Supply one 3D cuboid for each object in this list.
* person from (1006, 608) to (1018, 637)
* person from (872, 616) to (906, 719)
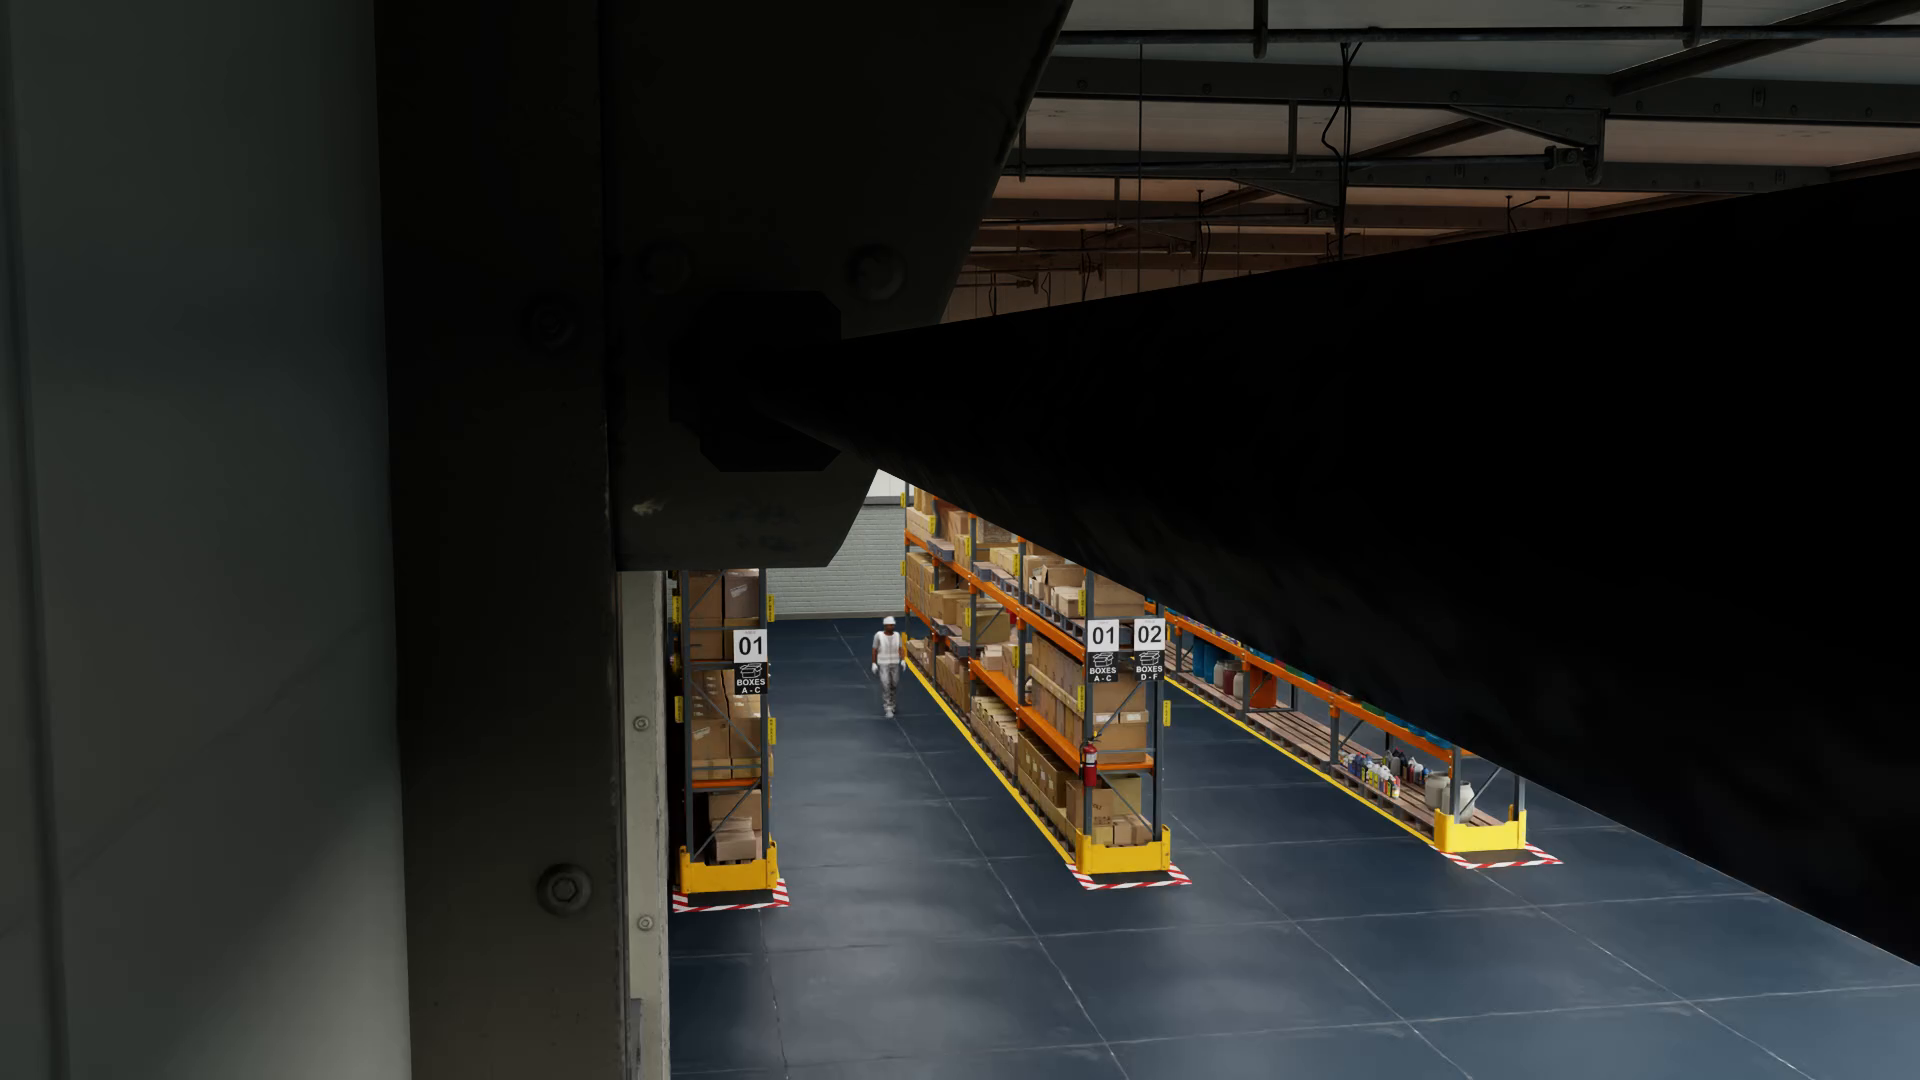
[{"bbox_3d":[1.059,1.856,35.354,0.700,1.640,0.733,0,6,-1],"label":"person"},{"bbox_3d":[-1.252,2.312,30.341,0.589,1.789,0.737,-2,6,-23],"label":"person"}]
